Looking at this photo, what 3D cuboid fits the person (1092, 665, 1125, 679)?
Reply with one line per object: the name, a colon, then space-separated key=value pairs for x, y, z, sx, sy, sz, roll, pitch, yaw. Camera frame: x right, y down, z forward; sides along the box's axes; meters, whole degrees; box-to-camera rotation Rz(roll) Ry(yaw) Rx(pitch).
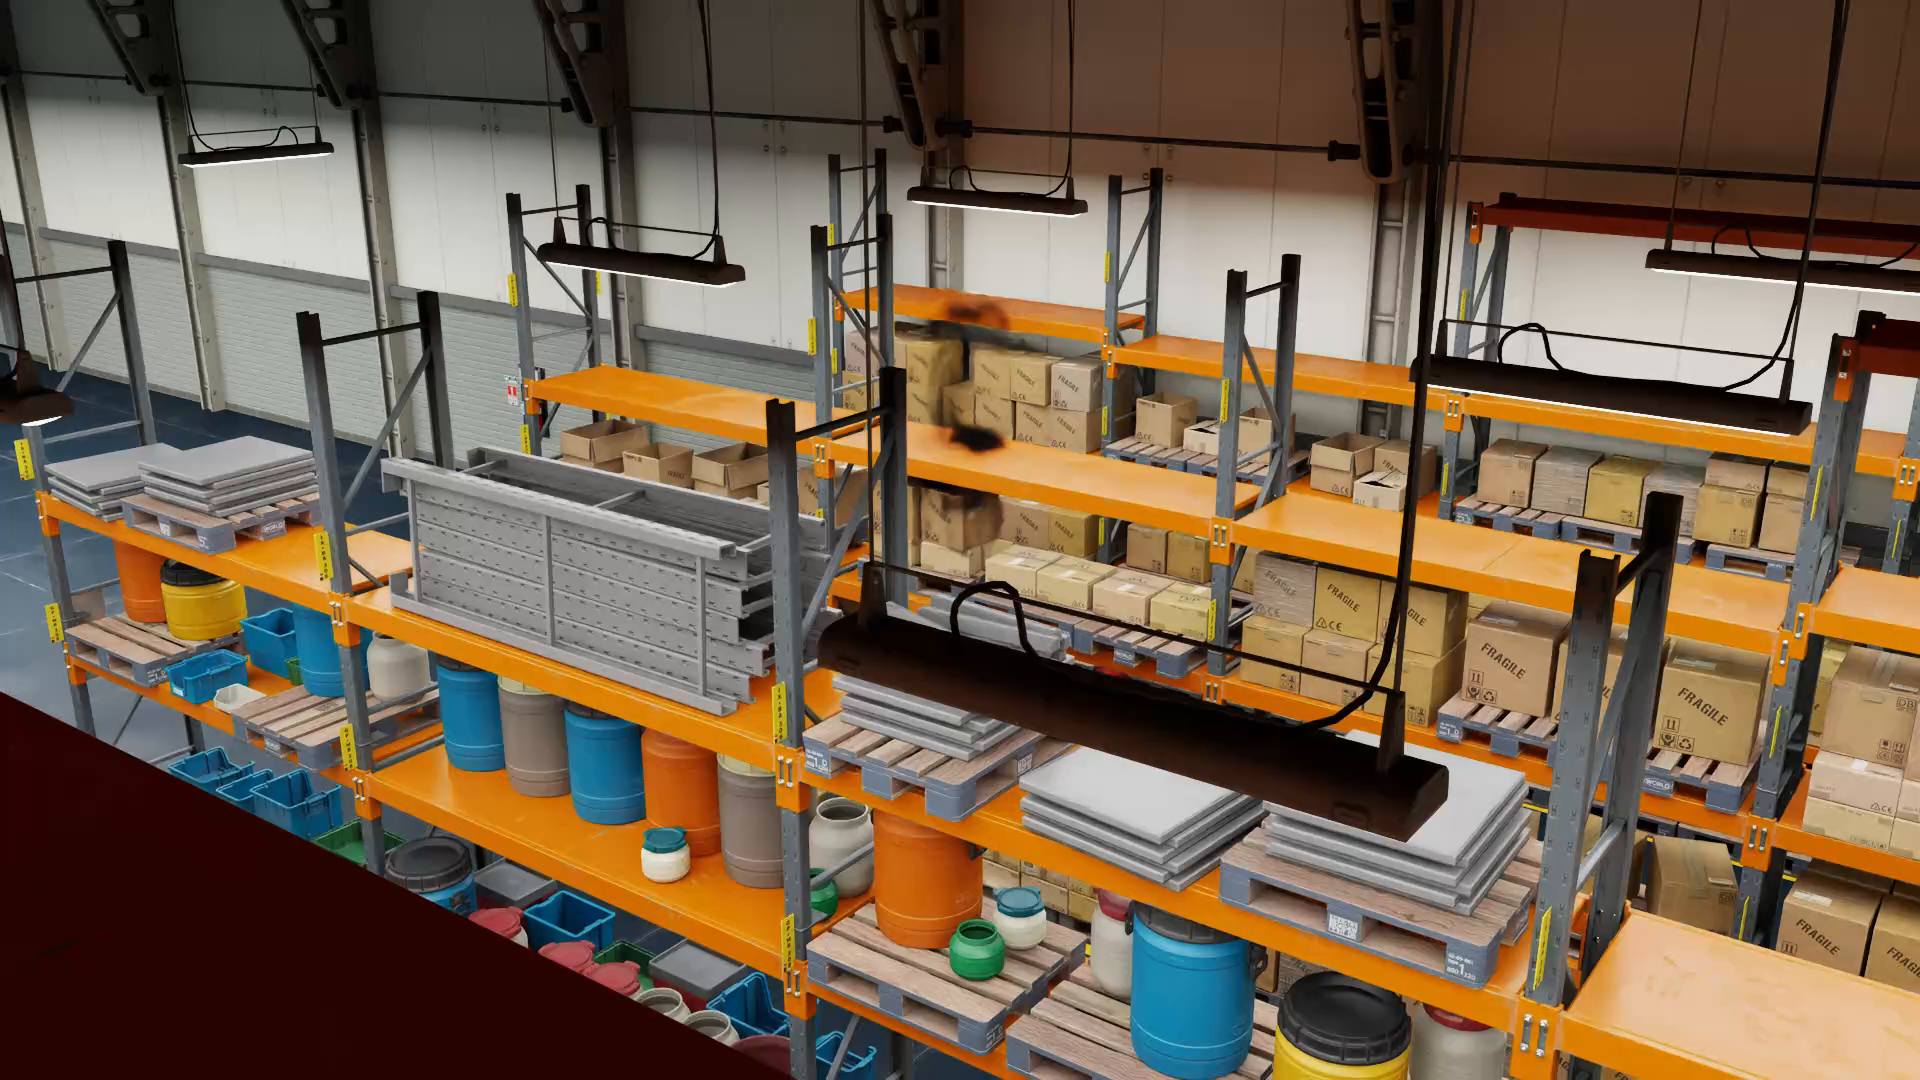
person: x=1.464 y=1.815 z=17.033 sx=0.782 sy=1.682 sz=0.674 roll=10 pitch=21 yaw=27
